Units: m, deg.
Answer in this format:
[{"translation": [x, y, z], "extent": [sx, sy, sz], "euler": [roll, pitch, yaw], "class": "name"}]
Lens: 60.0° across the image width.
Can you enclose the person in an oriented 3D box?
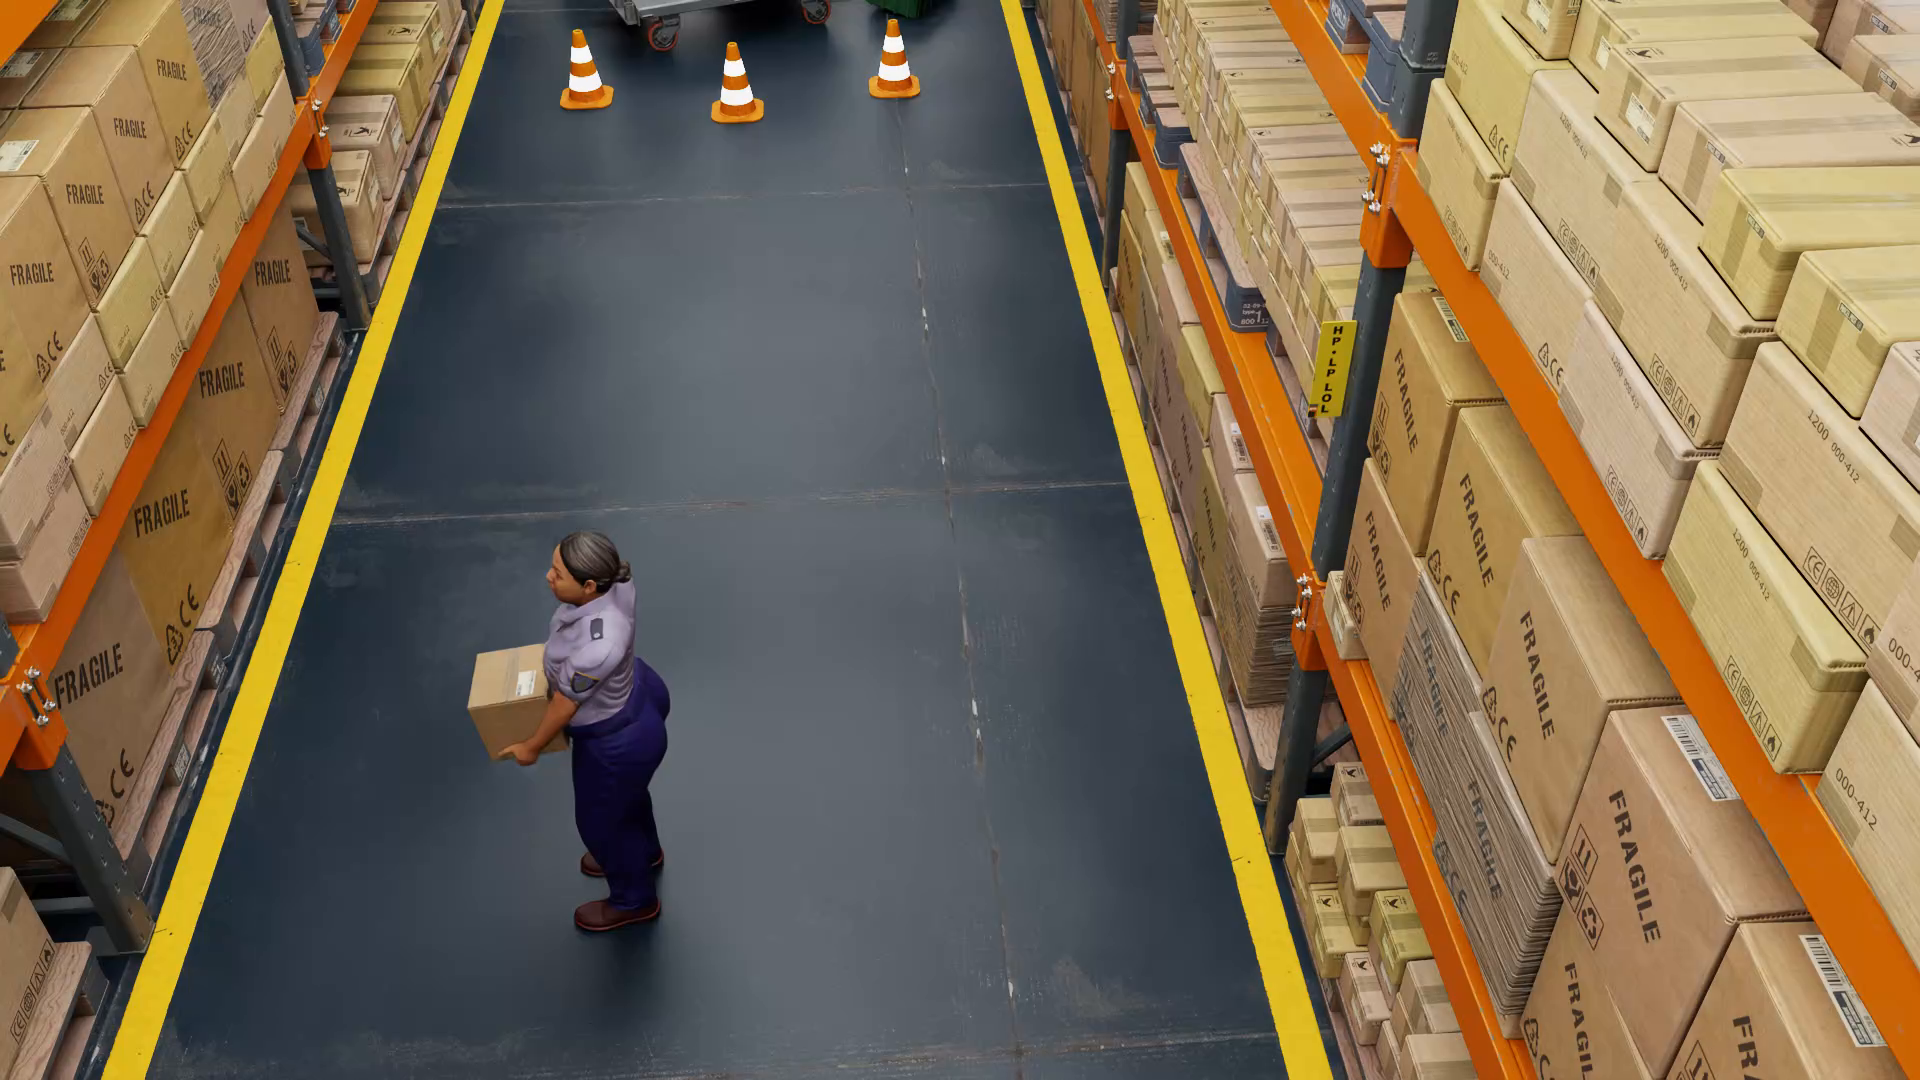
[{"translation": [-1.228, 0.624, 5.413], "extent": [0.497, 1.647, 0.435], "euler": [-4, 39, -4], "class": "person"}]
